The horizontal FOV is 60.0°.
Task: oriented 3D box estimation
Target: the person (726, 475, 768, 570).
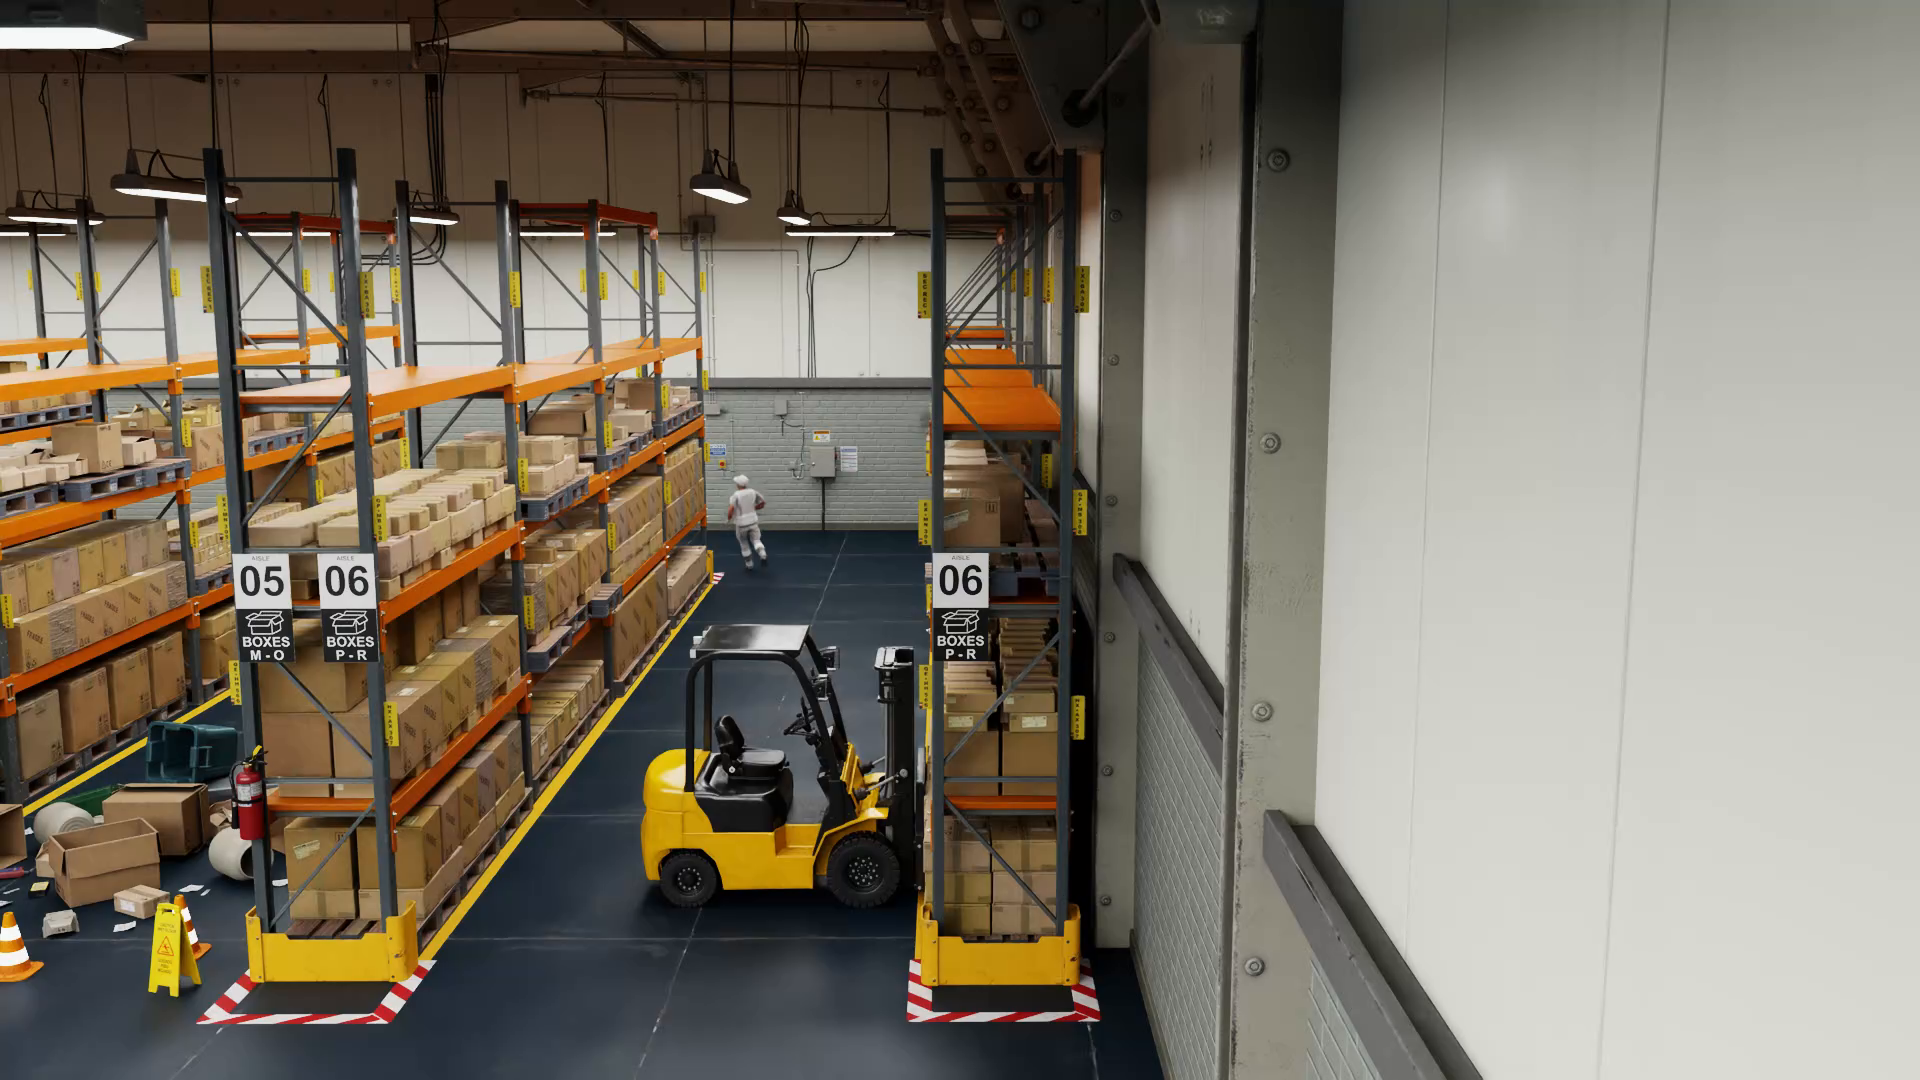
[{"bbox_3d":[-3.749,-0.300,28.886,0.731,1.722,0.847,-4,10,-25],"label":"person"}]
